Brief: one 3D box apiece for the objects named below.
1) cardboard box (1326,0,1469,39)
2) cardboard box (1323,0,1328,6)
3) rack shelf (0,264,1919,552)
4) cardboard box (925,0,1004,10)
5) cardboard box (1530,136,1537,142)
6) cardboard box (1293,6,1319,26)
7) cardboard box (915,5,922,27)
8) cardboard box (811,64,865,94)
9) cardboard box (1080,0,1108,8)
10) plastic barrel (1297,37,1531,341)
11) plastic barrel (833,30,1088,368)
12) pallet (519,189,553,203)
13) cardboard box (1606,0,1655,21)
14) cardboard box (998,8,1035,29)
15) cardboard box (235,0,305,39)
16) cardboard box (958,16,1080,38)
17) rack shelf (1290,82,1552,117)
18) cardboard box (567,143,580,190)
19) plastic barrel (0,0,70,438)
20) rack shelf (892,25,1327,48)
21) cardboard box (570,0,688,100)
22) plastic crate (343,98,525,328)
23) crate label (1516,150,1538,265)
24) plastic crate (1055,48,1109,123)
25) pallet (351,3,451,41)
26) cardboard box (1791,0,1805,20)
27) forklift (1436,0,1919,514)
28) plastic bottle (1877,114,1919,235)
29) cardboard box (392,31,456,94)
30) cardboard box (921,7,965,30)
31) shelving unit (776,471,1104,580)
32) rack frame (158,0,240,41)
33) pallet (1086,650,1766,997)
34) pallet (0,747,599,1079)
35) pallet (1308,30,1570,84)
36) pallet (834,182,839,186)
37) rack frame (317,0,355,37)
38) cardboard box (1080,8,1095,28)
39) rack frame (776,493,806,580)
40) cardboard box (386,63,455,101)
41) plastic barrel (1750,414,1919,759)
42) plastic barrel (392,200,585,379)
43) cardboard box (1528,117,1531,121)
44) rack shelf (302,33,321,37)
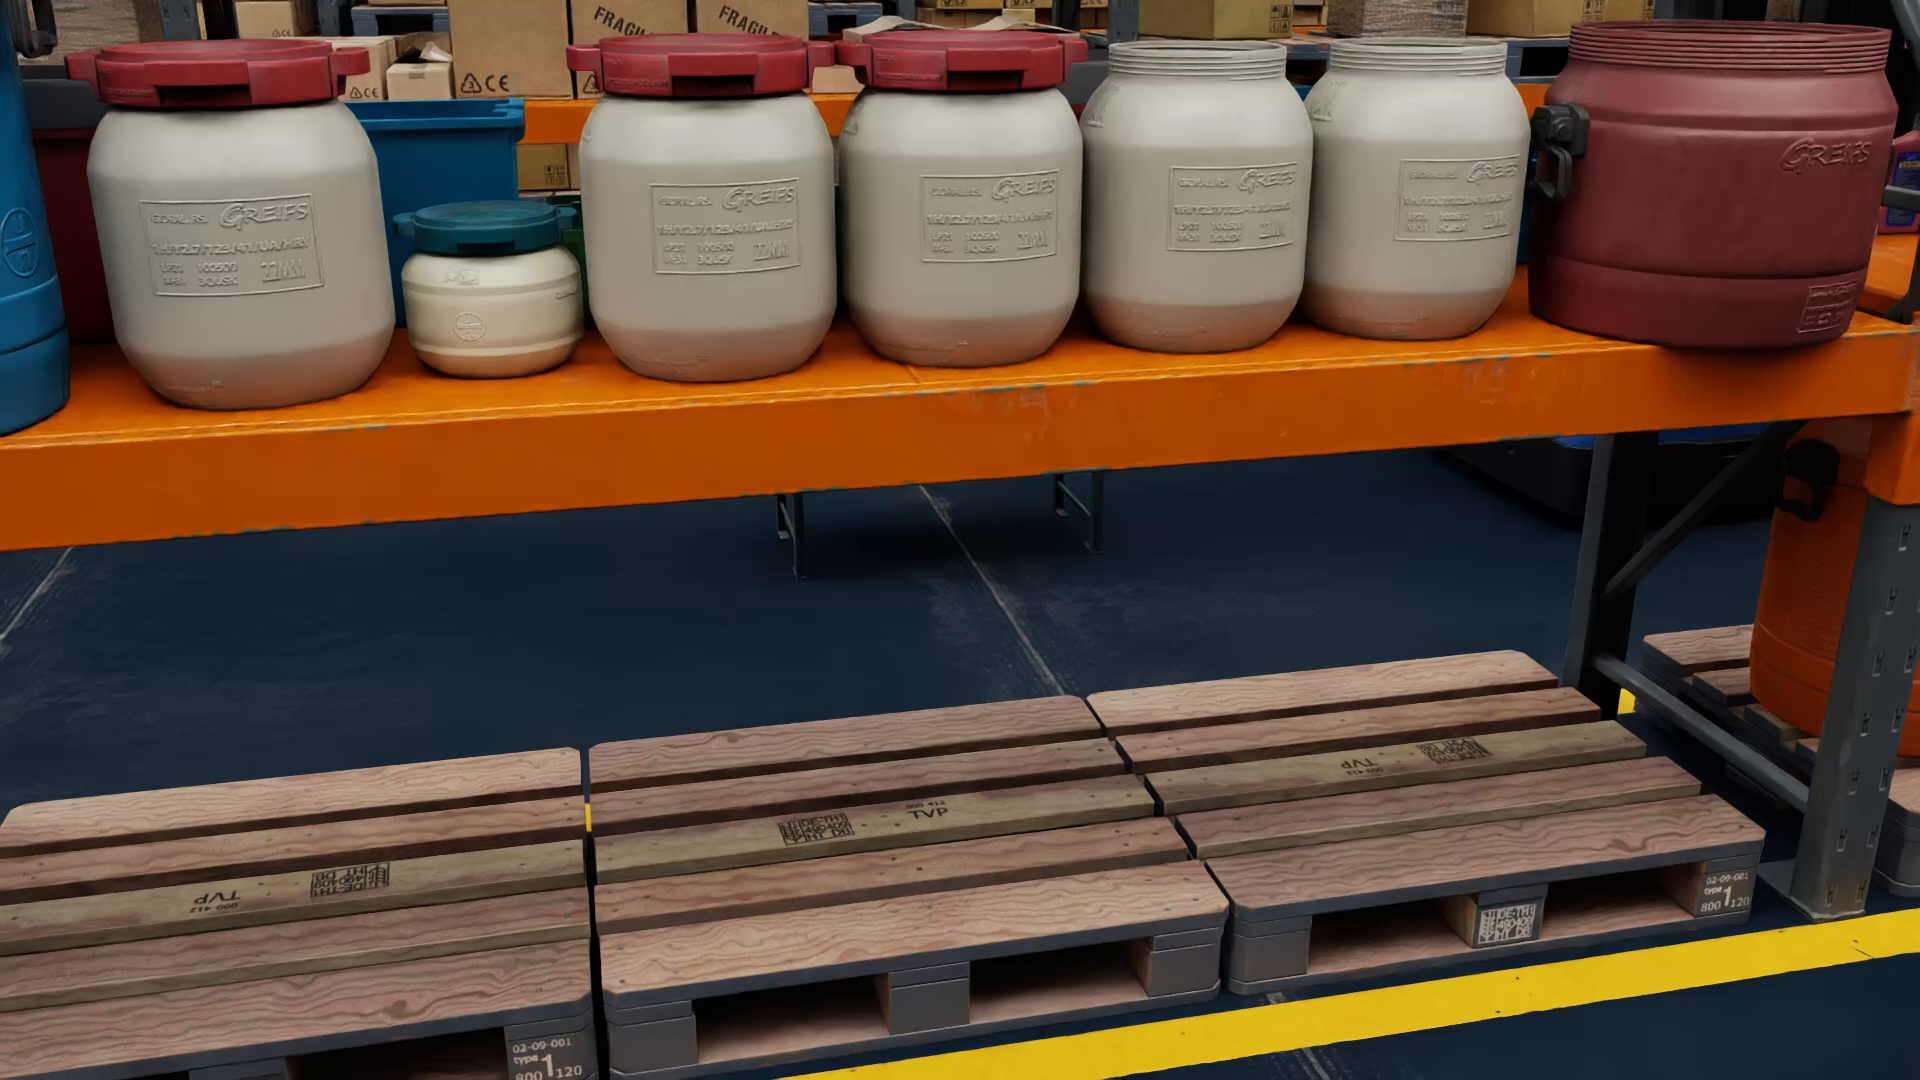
[{"bbox_3d":[2.162,-2.755,8.218,0.500,0.500,0.700,-1,20,-2],"label":"cardboard box"},{"bbox_3d":[2.999,-4.464,13.033,0.500,0.500,0.500,-5,21,-13],"label":"cardboard box"},{"bbox_3d":[-0.169,-0.260,3.210,4.000,0.370,1.077,-5,21,-12],"label":"rack shelf"},{"bbox_3d":[0.029,-4.221,12.370,0.500,0.500,0.500,-4,21,-11],"label":"cardboard box"},{"bbox_3d":[3.033,-2.080,9.037,0.500,0.250,0.500,-5,21,-12],"label":"cardboard box"},{"bbox_3d":[2.624,-4.126,13.052,0.250,0.149,0.380,-4,20,-11],"label":"cardboard box"},{"bbox_3d":[-0.245,-4.075,12.915,0.250,0.149,0.380,-4,21,-12],"label":"cardboard box"},{"bbox_3d":[-0.587,-2.177,7.761,0.250,0.149,0.380,-3,20,-8],"label":"cardboard box"},{"bbox_3d":[1.024,-4.298,12.581,0.500,0.500,0.500,-5,21,-13],"label":"cardboard box"},{"bbox_3d":[0.825,-0.656,3.081,0.421,0.512,0.421,0,20,0],"label":"plastic barrel"},{"bbox_3d":[0.001,-0.598,2.889,0.433,0.535,0.433,0,20,0],"label":"plastic barrel"},{"bbox_3d":[-3.638,-2.509,12.356,1.213,0.211,1.003,-5,21,-12],"label":"pallet"},{"bbox_3d":[3.366,-2.937,8.716,0.500,0.500,0.700,-1,20,-4],"label":"cardboard box"},{"bbox_3d":[0.396,-3.922,12.497,0.250,0.149,0.380,-4,20,-11],"label":"cardboard box"},{"bbox_3d":[-4.787,-3.556,11.350,0.500,0.250,0.500,-5,21,-12],"label":"cardboard box"},{"bbox_3d":[0.277,-2.359,8.022,0.500,0.311,0.500,-3,20,-9],"label":"cardboard box"},{"bbox_3d":[2.587,-2.235,8.601,4.000,0.370,1.077,-5,21,-12],"label":"rack shelf"},{"bbox_3d":[-2.686,-2.937,12.466,0.500,0.500,0.700,-4,21,-12],"label":"cardboard box"},{"bbox_3d":[-1.670,-0.604,2.374,0.708,0.901,0.600,-5,21,-12],"label":"plastic barrel"},{"bbox_3d":[1.444,-3.893,13.127,4.000,0.370,1.077,-5,21,-12],"label":"rack shelf"},{"bbox_3d":[-1.501,-2.282,7.537,0.500,0.500,0.500,-5,21,-12],"label":"cardboard box"},{"bbox_3d":[-1.114,-0.624,3.179,0.575,0.384,0.392,-5,21,-12],"label":"plastic crate"},{"bbox_3d":[1.281,-0.770,3.798,0.416,0.233,0.303,-5,21,-12],"label":"crate label"},{"bbox_3d":[0.134,-0.761,3.438,0.583,0.464,0.402,-5,21,-12],"label":"plastic crate"},{"bbox_3d":[-3.618,-3.678,11.772,1.213,0.211,1.003,-5,21,-12],"label":"pallet"},{"bbox_3d":[4.961,-2.904,9.235,0.500,0.500,0.500,-4,21,-12],"label":"cardboard box"},{"bbox_3d":[3.450,-1.700,6.195,3.031,2.935,1.130,-5,21,-14],"label":"forklift"},{"bbox_3d":[2.297,-0.895,4.065,0.133,0.283,0.061,-5,21,-12],"label":"plastic bottle"},{"bbox_3d":[-2.439,-2.166,7.562,0.258,0.266,0.396,-5,21,-14],"label":"cardboard box"},{"bbox_3d":[-0.129,-3.912,12.470,0.250,0.149,0.380,-5,21,-13],"label":"cardboard box"},{"bbox_3d":[-0.083,-0.697,5.538,1.048,1.500,0.538,-5,21,-12],"label":"shelving unit"},{"bbox_3d":[-3.252,-2.098,7.181,0.127,3.000,1.000,-5,21,-12],"label":"rack frame"},{"bbox_3d":[1.014,0.601,3.866,1.213,0.211,1.003,-5,21,-12],"label":"pallet"},{"bbox_3d":[-1.360,0.795,3.339,1.213,0.211,1.003,-5,21,-12],"label":"pallet"},{"bbox_3d":[2.532,-2.480,8.503,1.213,0.211,1.003,-5,21,-12],"label":"pallet"},{"bbox_3d":[-1.264,-2.702,12.883,1.213,0.211,1.003,-5,21,-12],"label":"pallet"},{"bbox_3d":[-4.395,-3.756,11.707,0.127,3.000,1.000,-5,21,-12],"label":"rack frame"},{"bbox_3d":[0.863,-4.007,12.728,0.250,0.149,0.380,-4,21,-11],"label":"cardboard box"},{"bbox_3d":[-0.578,-0.657,5.428,0.032,1.500,0.500,-5,21,-12],"label":"rack frame"},{"bbox_3d":[-2.343,-1.982,7.229,0.250,0.149,0.380,-5,21,-12],"label":"cardboard box"},{"bbox_3d":[2.249,0.021,3.940,0.708,0.830,0.600,-5,21,-12],"label":"plastic barrel"},{"bbox_3d":[-0.792,-0.428,2.823,0.301,0.262,0.301,0,20,0],"label":"plastic barrel"},{"bbox_3d":[4.631,-3.476,13.966,0.500,0.500,0.700,-5,21,-13],"label":"cardboard box"},{"bbox_3d":[-6.342,-3.260,11.398,4.000,0.370,1.077,-5,21,-12],"label":"rack shelf"}]
